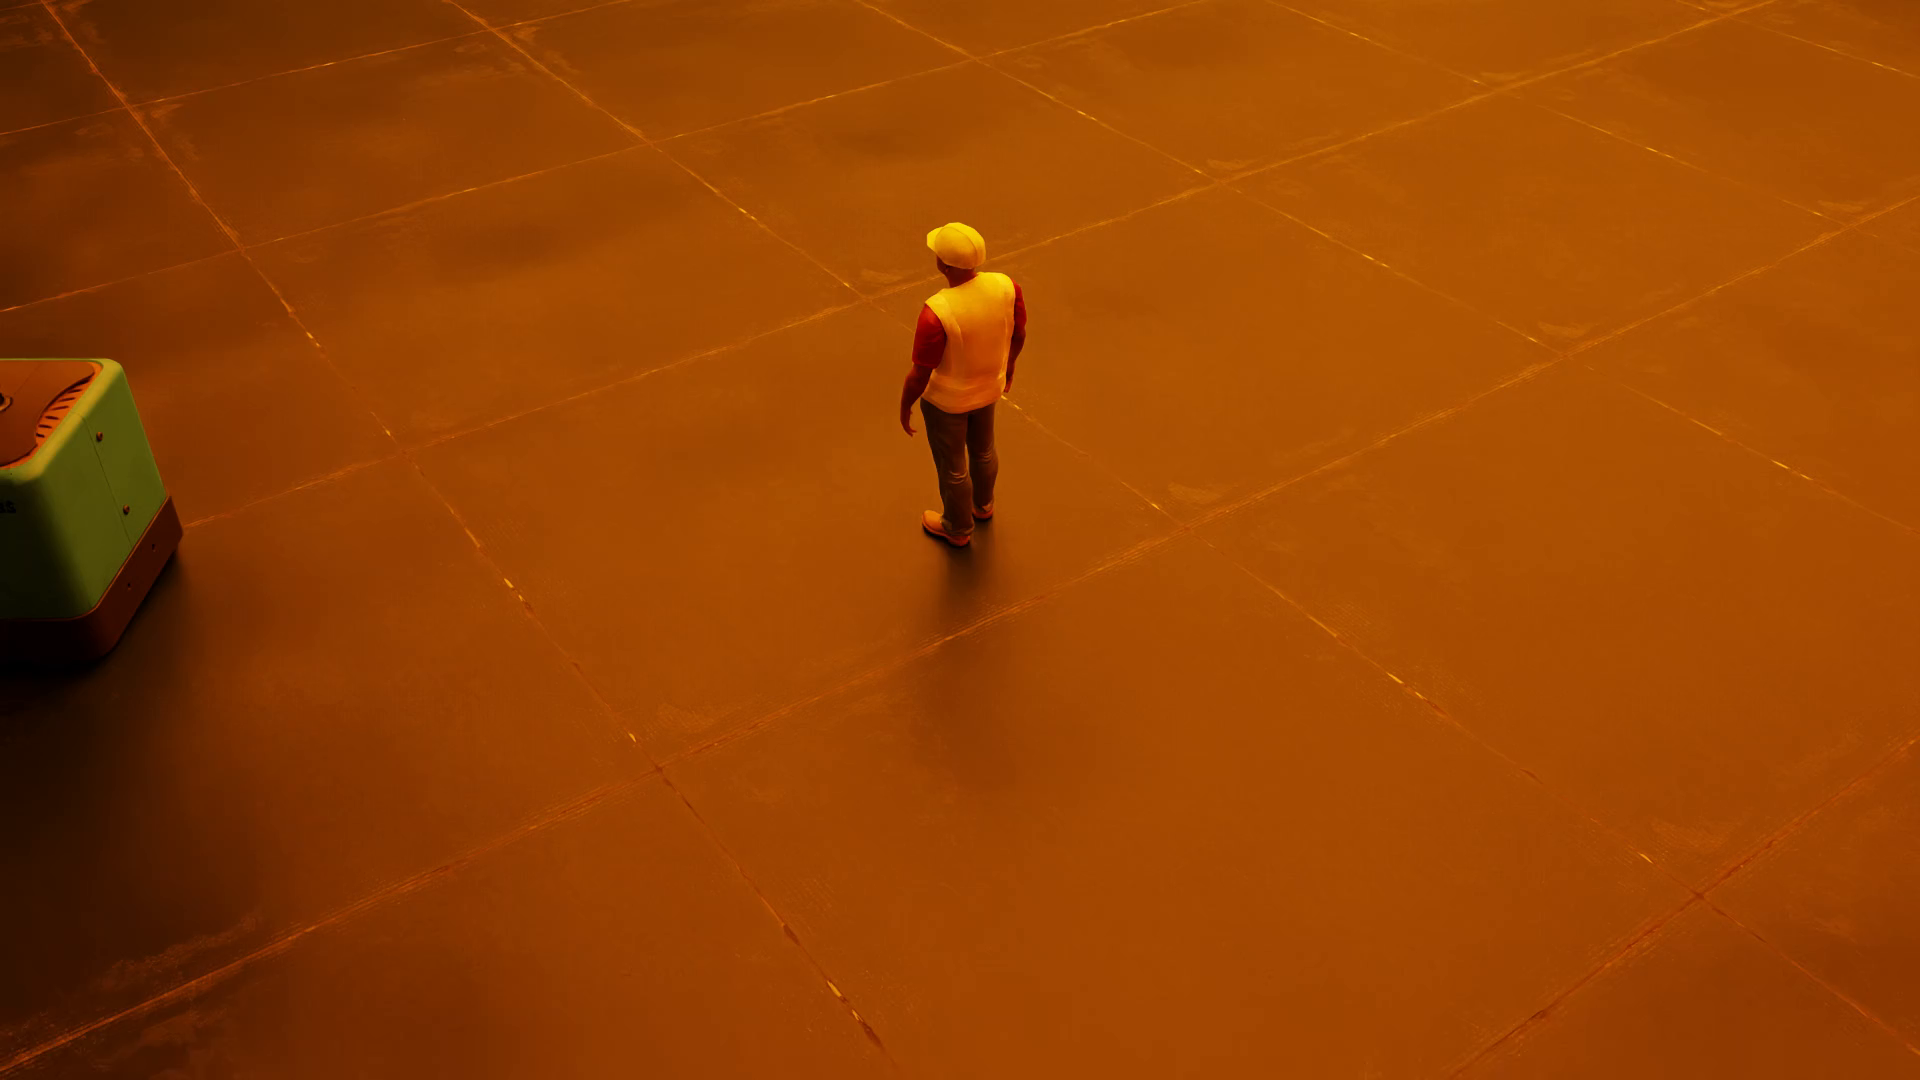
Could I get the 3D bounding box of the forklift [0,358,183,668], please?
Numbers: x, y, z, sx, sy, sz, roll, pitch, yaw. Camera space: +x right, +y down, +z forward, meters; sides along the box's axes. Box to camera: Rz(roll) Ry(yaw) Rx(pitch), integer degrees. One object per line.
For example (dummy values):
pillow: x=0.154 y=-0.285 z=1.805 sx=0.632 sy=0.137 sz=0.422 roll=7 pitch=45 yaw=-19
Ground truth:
forklift: x=-5.399 y=-0.876 z=7.130 sx=3.031 sy=2.935 sz=1.130 roll=0 pitch=36 yaw=0

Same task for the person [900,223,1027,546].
person: x=-0.035 y=-0.752 z=7.929 sx=0.665 sy=1.765 sz=0.577 roll=-23 pitch=42 yaw=-28
